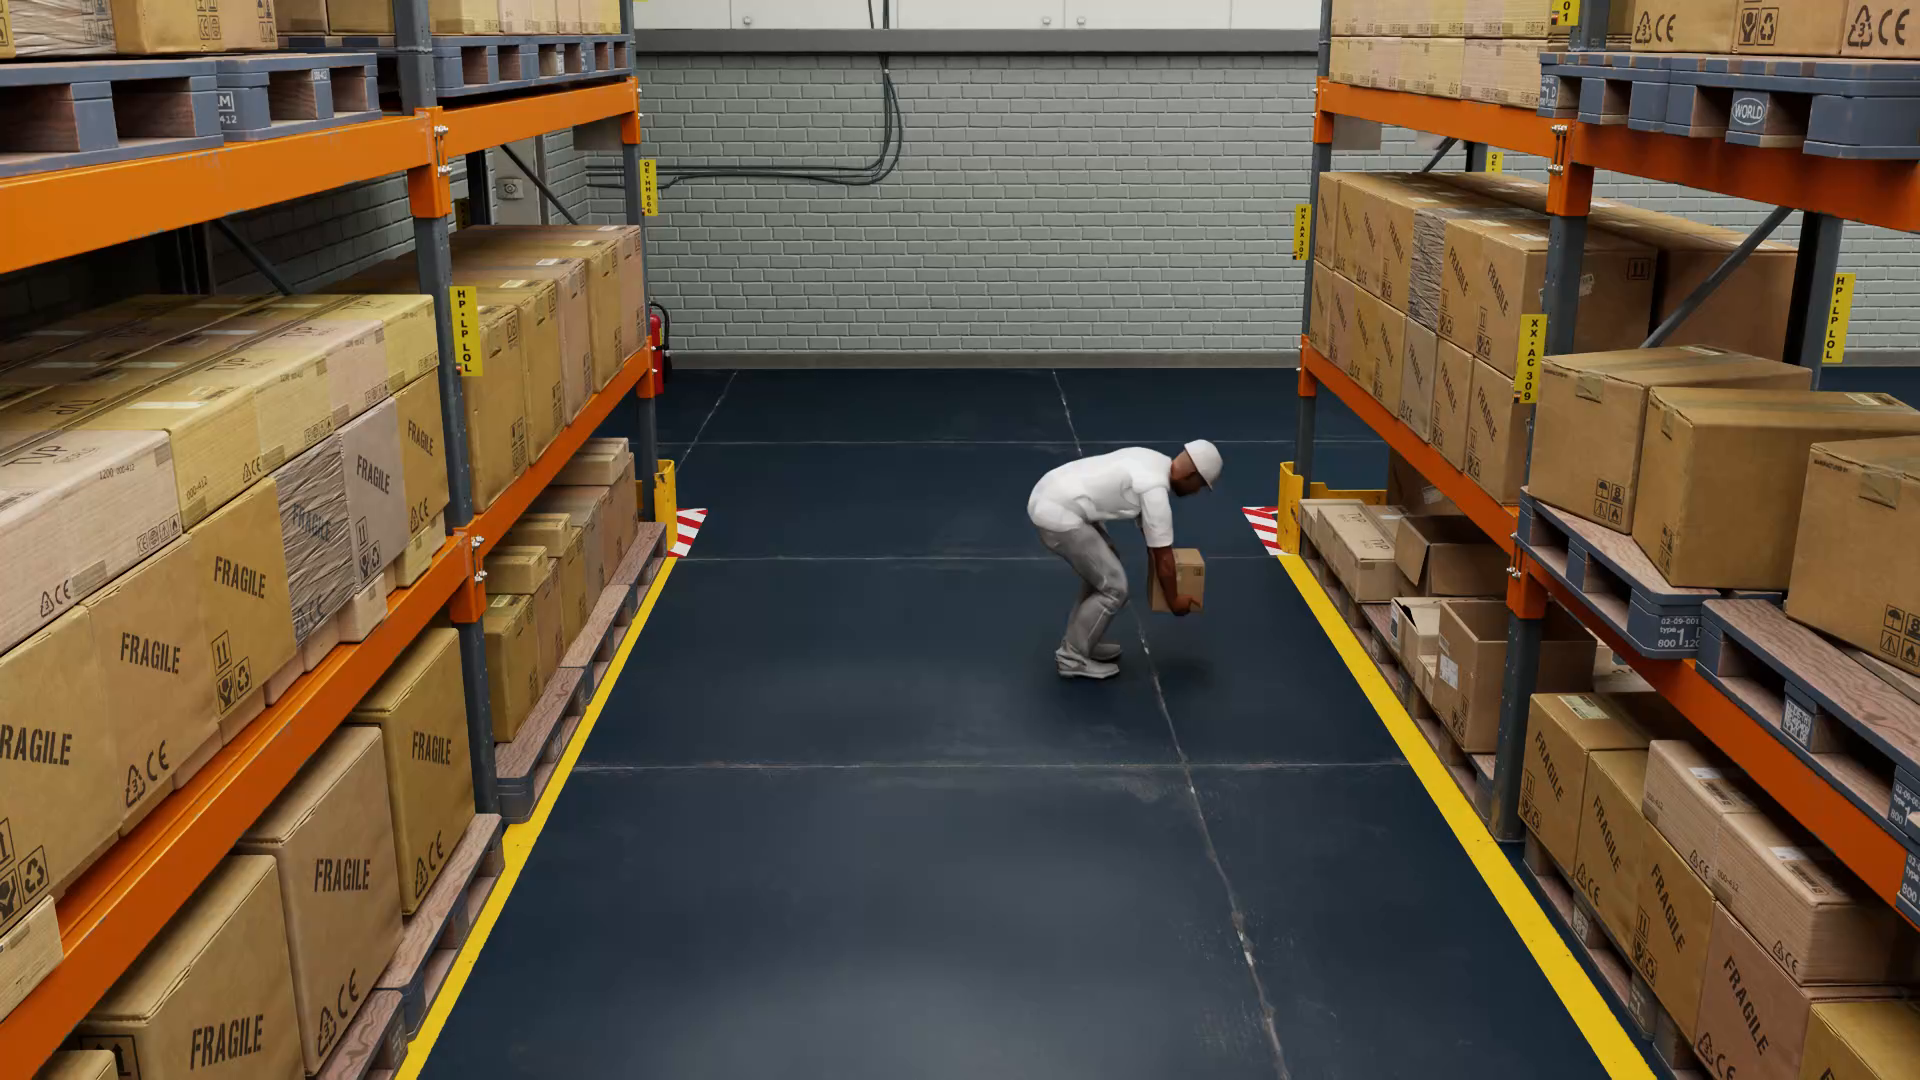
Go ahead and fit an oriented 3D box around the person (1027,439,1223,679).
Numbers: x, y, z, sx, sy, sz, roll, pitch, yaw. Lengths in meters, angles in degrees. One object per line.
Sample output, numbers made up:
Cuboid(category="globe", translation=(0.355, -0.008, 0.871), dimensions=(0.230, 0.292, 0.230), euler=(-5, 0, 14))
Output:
Cuboid(category="person", translation=(0.814, 0.074, 8.284), dimensions=(0.957, 1.165, 0.507), euler=(-1, 17, -3))
